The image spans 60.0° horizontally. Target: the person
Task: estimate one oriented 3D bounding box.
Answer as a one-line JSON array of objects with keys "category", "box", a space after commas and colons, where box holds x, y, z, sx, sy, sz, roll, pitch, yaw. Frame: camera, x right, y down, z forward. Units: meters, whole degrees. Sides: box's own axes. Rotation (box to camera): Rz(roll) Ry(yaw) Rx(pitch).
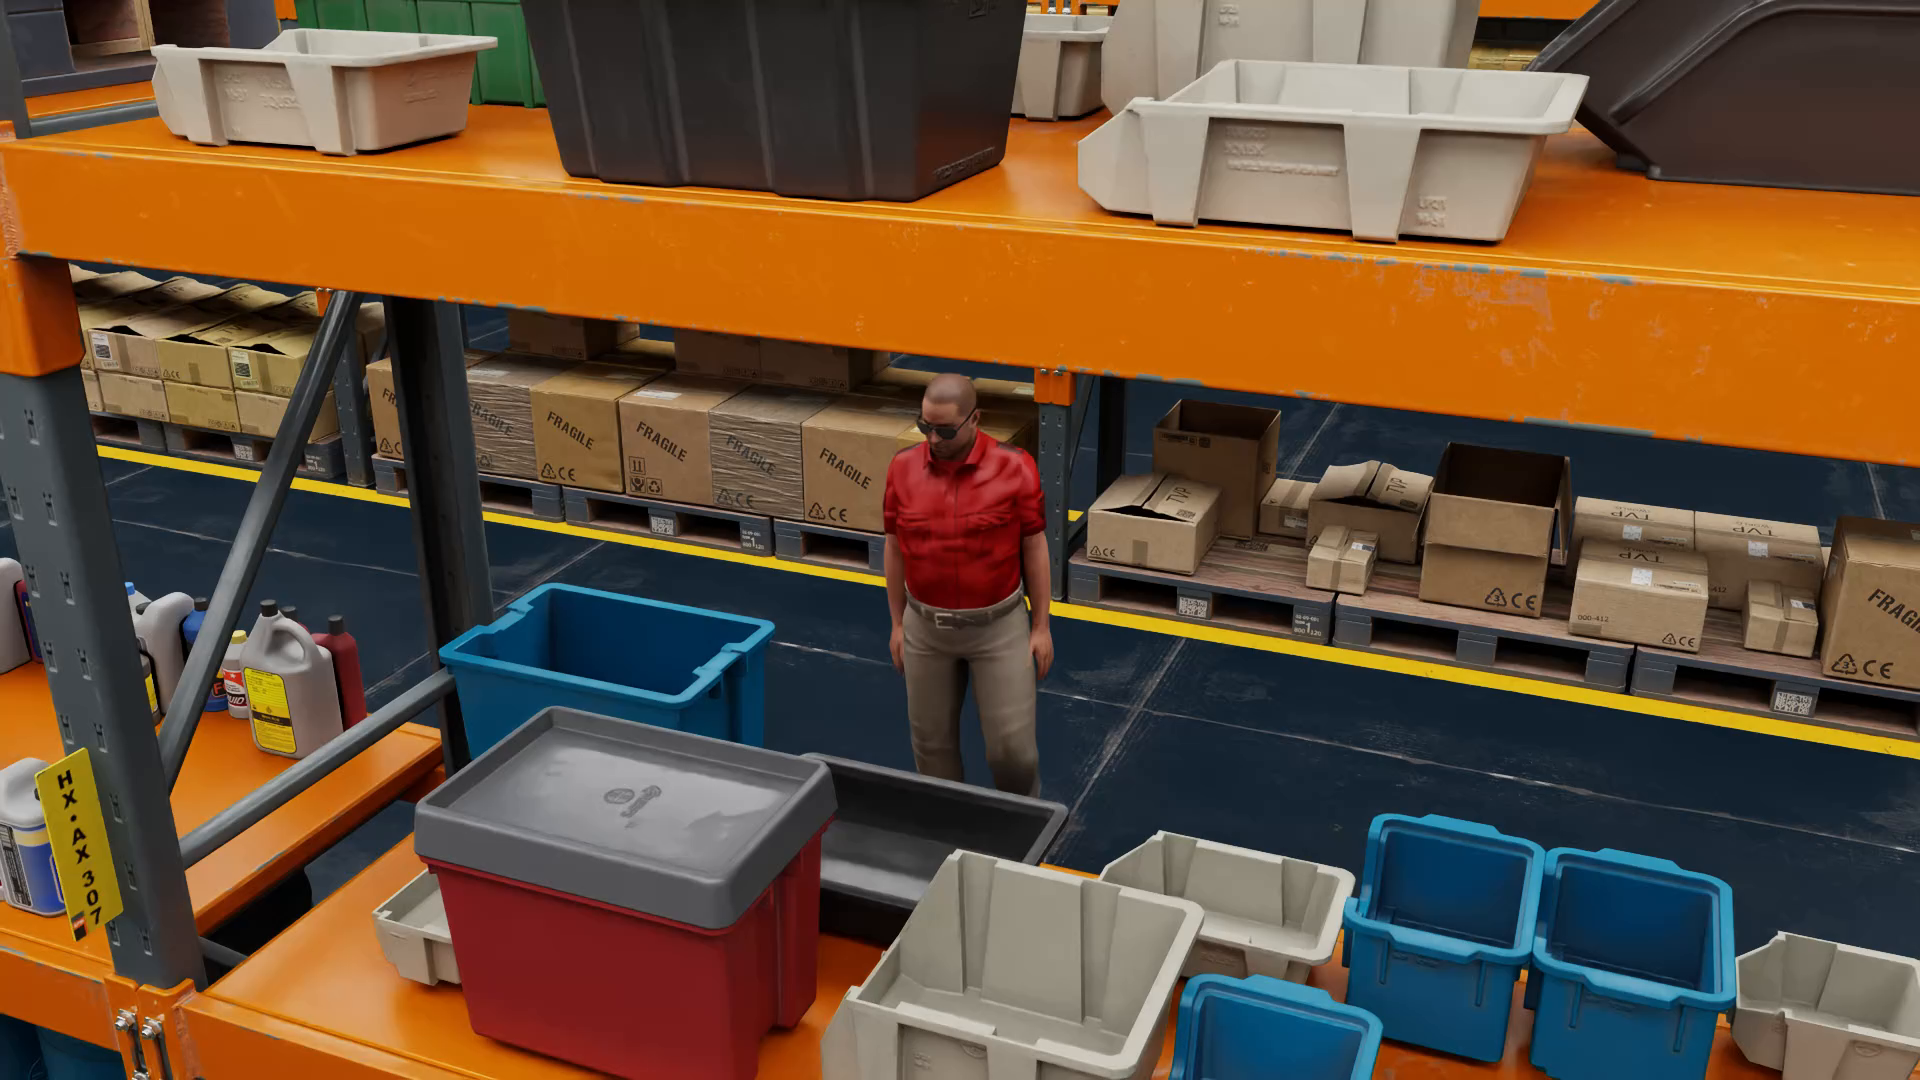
[{"category": "person", "box": [-0.006, 0.325, 5.273, 0.571, 1.725, 0.534, 6, 23, 15]}]
